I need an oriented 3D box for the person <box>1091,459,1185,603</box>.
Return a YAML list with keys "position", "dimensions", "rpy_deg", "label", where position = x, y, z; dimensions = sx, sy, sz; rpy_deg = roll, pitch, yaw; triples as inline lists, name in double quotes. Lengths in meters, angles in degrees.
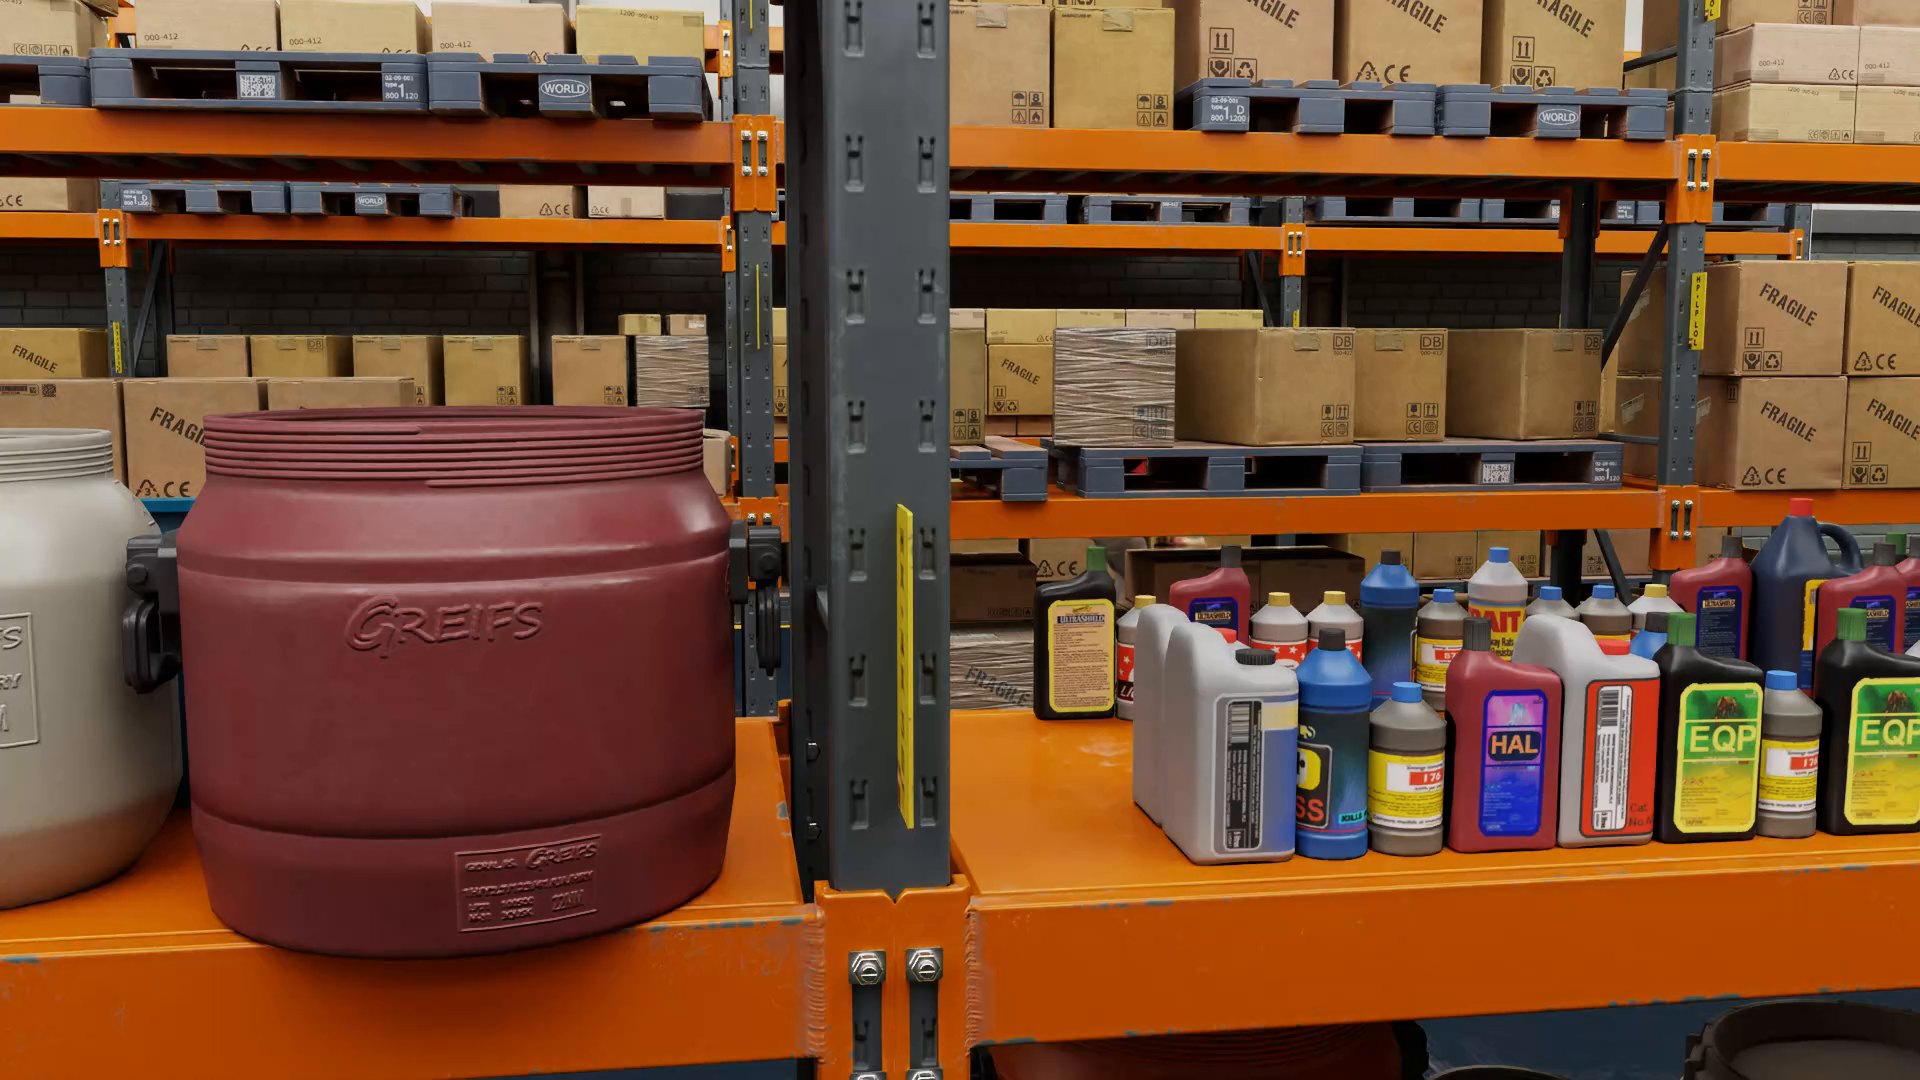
- position: [1.216, 0.020, 10.543]
  dimensions: [0.844, 1.413, 0.490]
  rpy_deg: [-1, 7, -10]
  label: "person"
